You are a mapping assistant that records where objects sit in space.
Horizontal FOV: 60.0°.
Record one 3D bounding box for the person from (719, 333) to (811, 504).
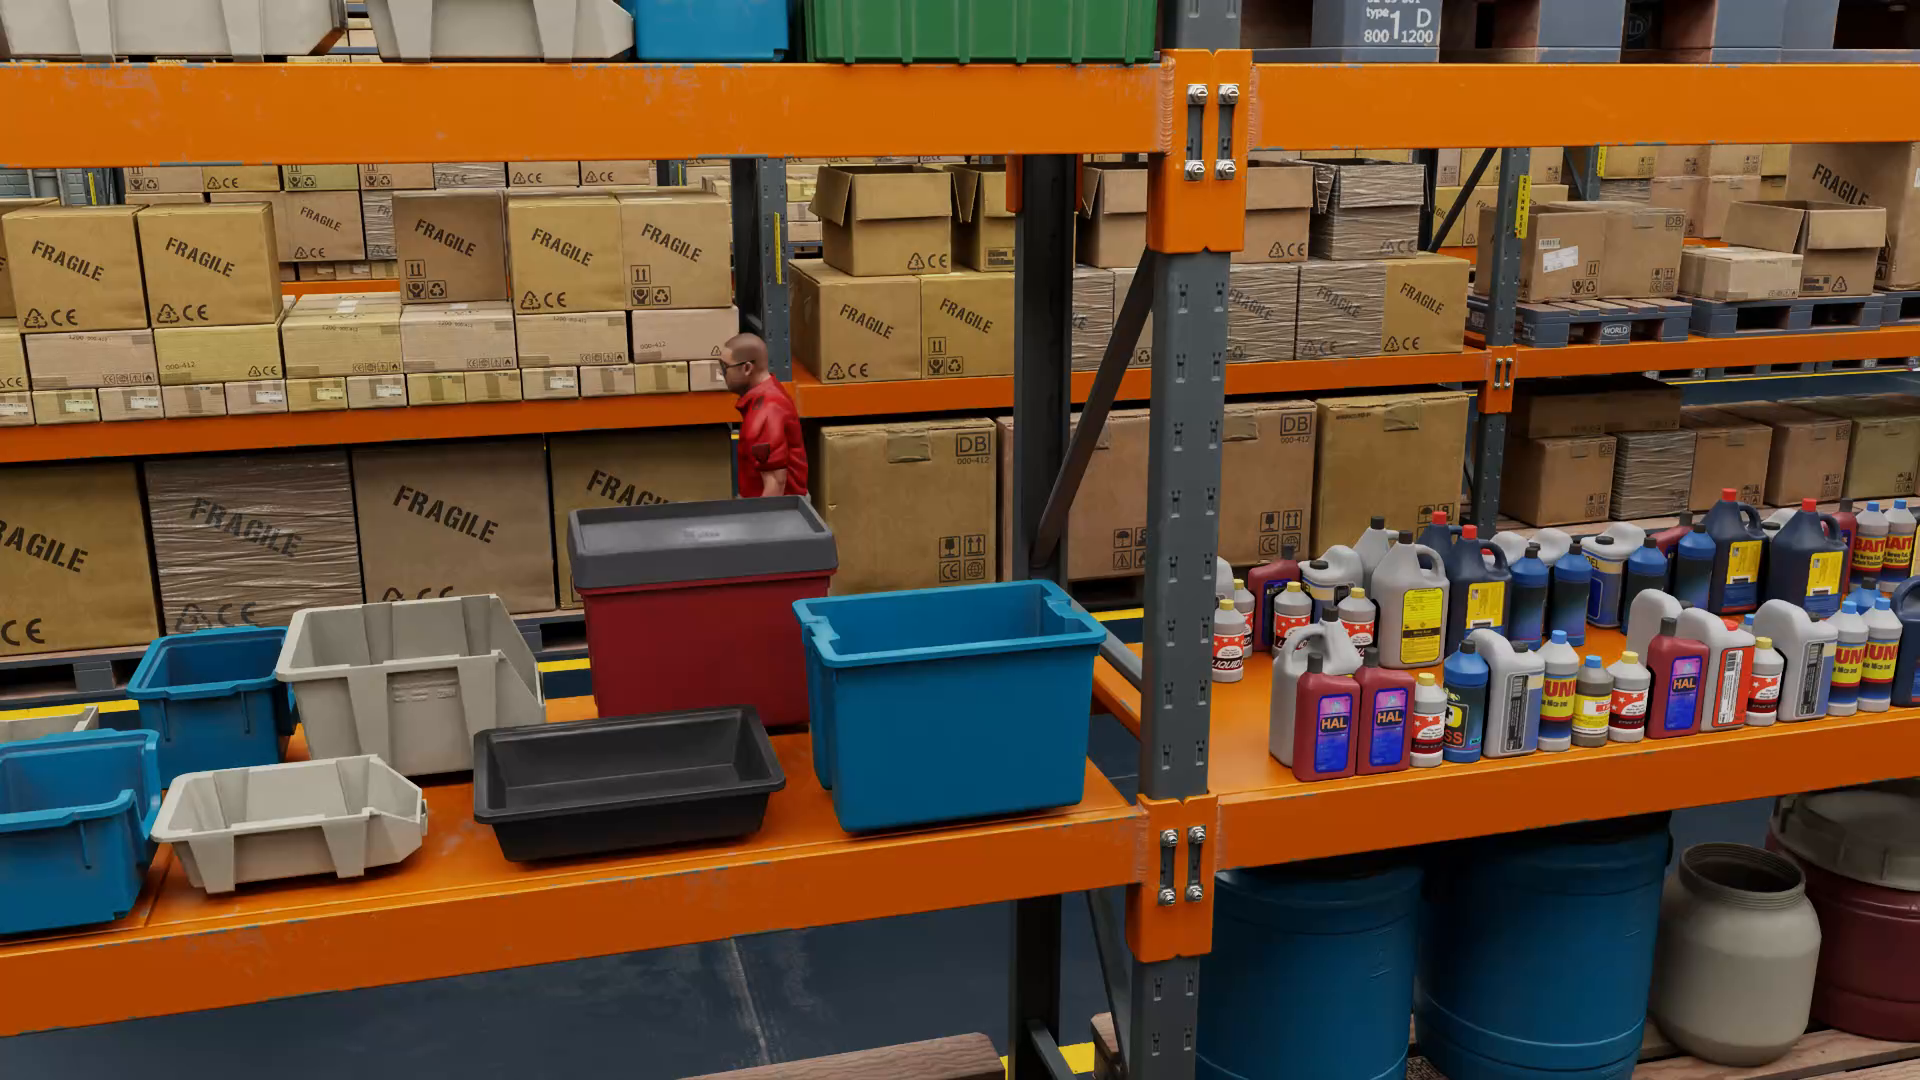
[{"bbox_3d":[-0.843,-0.039,7.193,0.397,1.726,0.582,-1,16,-2],"label":"person"}]
